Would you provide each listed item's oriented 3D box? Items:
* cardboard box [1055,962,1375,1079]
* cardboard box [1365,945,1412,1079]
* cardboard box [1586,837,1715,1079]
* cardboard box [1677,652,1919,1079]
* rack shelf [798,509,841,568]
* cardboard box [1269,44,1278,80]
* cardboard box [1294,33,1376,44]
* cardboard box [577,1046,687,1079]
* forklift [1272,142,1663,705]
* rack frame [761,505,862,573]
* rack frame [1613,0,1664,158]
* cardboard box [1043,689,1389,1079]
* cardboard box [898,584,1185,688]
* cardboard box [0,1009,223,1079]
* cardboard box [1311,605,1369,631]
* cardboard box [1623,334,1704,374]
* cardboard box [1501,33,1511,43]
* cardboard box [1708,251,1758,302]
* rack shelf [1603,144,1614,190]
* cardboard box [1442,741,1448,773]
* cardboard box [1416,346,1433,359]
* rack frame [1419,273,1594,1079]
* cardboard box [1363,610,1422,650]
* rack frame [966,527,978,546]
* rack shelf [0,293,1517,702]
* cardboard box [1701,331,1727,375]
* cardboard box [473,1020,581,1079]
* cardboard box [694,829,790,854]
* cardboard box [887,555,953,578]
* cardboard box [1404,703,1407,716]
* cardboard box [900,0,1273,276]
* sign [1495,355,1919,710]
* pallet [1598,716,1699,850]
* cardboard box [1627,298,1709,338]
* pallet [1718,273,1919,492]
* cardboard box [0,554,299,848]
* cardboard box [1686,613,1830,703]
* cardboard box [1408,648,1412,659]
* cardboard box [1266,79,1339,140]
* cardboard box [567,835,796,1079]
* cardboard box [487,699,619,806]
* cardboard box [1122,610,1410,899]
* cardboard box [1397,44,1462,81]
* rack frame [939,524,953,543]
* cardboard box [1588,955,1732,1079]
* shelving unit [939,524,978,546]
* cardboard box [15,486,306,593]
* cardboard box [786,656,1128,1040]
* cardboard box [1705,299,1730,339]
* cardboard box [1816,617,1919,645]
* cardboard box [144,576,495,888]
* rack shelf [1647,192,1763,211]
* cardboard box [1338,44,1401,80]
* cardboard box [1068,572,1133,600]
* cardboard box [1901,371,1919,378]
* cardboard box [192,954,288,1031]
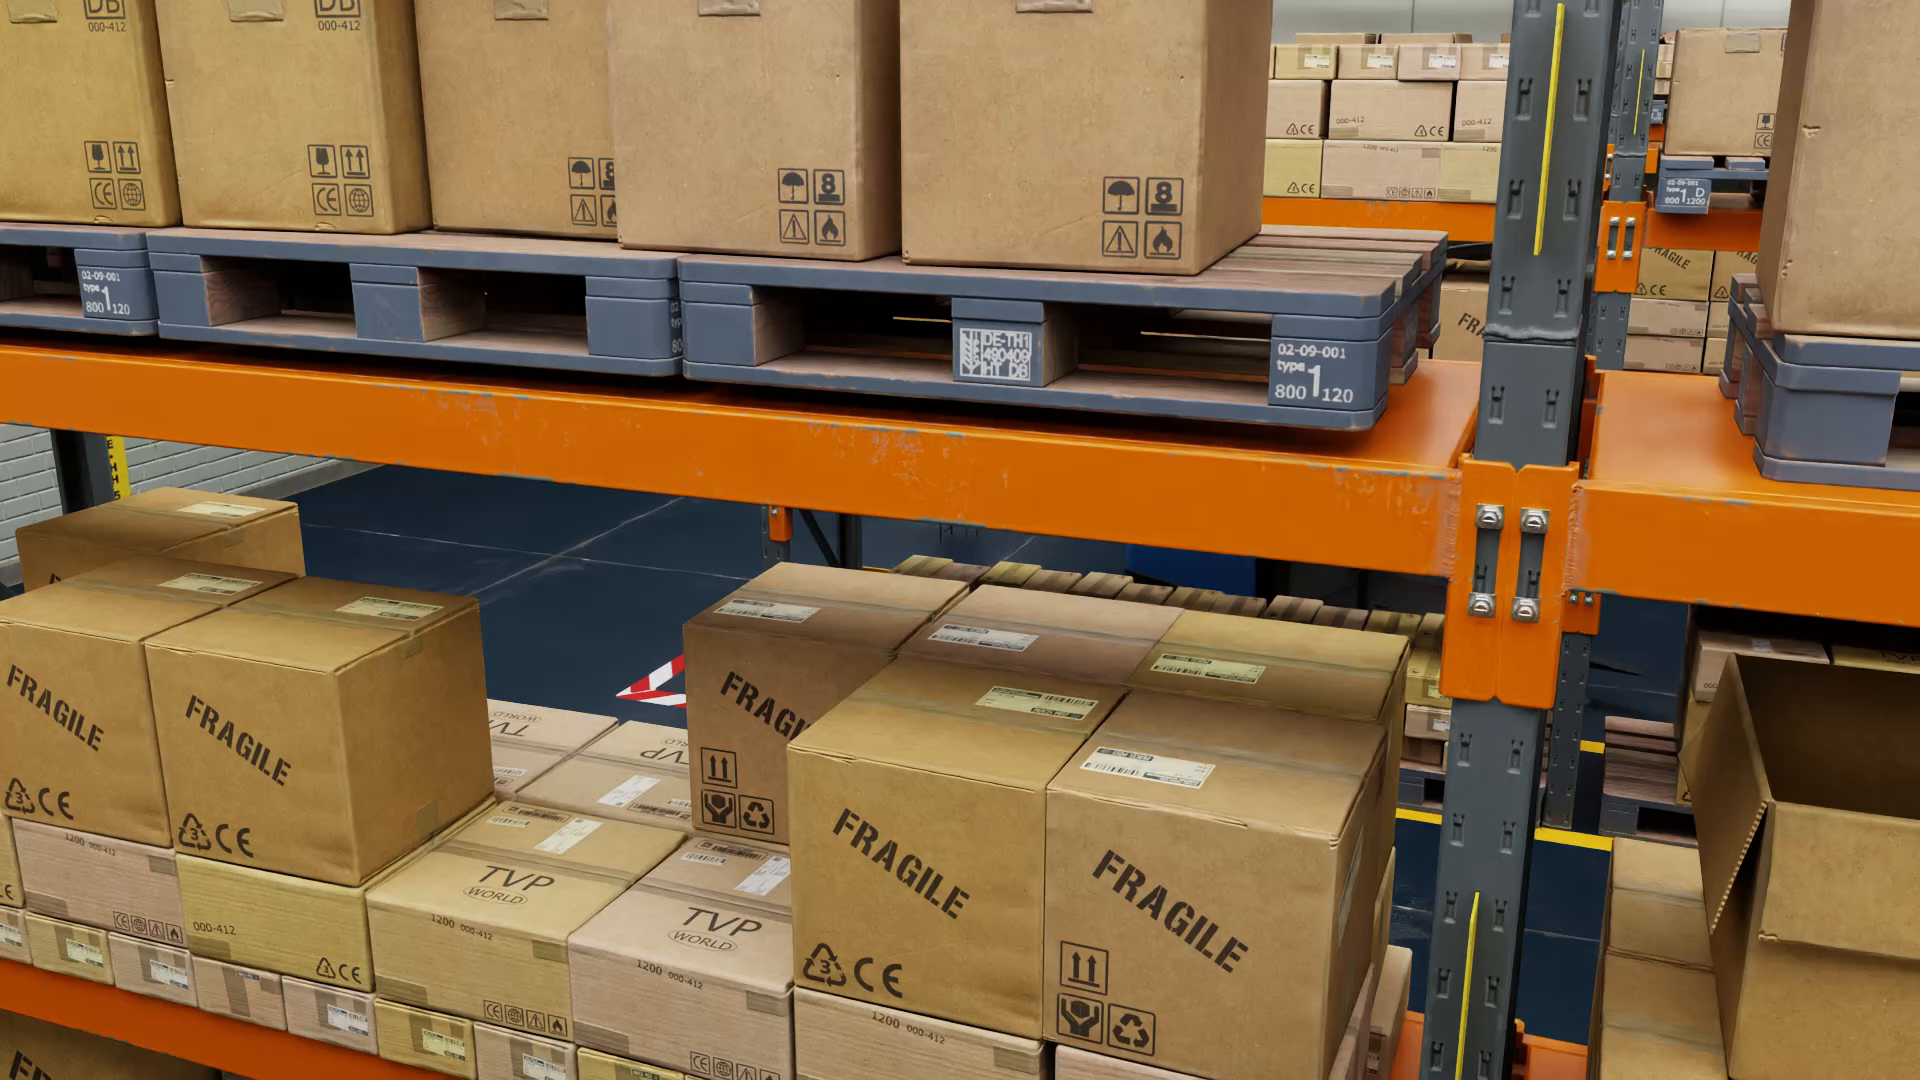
[{"bbox_3d":[0.490,0.983,3.142,0.500,0.250,0.500,6,17,20],"label":"cardboard box"},{"bbox_3d":[0.844,1.035,3.678,0.250,0.149,0.380,6,17,21],"label":"cardboard box"},{"bbox_3d":[1.533,0.960,3.307,0.500,0.500,0.500,6,17,21],"label":"cardboard box"},{"bbox_3d":[1.595,0.565,2.870,0.637,0.503,0.797,6,17,19],"label":"cardboard box"},{"bbox_3d":[-0.811,-0.653,9.044,0.053,2.616,0.949,6,17,21],"label":"rack shelf"},{"bbox_3d":[1.307,-2.132,7.413,0.265,0.149,0.390,7,18,22],"label":"cardboard box"},{"bbox_3d":[2.733,-3.441,12.155,0.500,0.500,0.500,7,17,22],"label":"cardboard box"},{"bbox_3d":[-0.602,1.074,3.544,0.250,0.149,0.380,6,17,20],"label":"cardboard box"},{"bbox_3d":[3.587,-2.758,12.333,7.407,5.209,9.711,-15,22,-41],"label":"forklift"},{"bbox_3d":[-0.810,-0.654,9.046,0.127,3.000,1.000,6,17,21],"label":"rack frame"},{"bbox_3d":[2.911,-3.126,6.801,0.127,3.000,1.000,6,17,21],"label":"rack frame"},{"bbox_3d":[0.472,0.623,3.040,0.500,0.500,0.500,7,18,22],"label":"cardboard box"},{"bbox_3d":[0.190,0.432,3.694,0.500,0.500,0.500,6,17,21],"label":"cardboard box"},{"bbox_3d":[-2.099,1.485,4.735,0.875,0.875,0.875,6,17,21],"label":"cardboard box"},{"bbox_3d":[1.928,0.470,8.466,0.250,0.149,0.380,6,17,19],"label":"cardboard box"},{"bbox_3d":[4.946,-1.354,11.725,0.500,0.250,0.500,6,17,19],"label":"cardboard box"},{"bbox_3d":[4.163,-3.392,11.985,0.500,0.500,0.500,7,17,22],"label":"cardboard box"},{"bbox_3d":[5.421,-1.903,11.375,0.500,0.500,0.500,6,17,20],"label":"cardboard box"},{"bbox_3d":[2.773,-2.839,12.482,4.000,0.370,1.077,6,17,21],"label":"rack shelf"},{"bbox_3d":[2.422,0.971,7.810,0.250,0.149,0.380,7,17,21],"label":"cardboard box"},{"bbox_3d":[1.892,-0.945,7.544,0.500,0.500,0.500,6,17,19],"label":"cardboard box"},{"bbox_3d":[0.997,1.031,3.242,0.127,3.000,1.000,6,17,21],"label":"rack frame"},{"bbox_3d":[2.179,0.491,8.395,0.269,0.149,0.392,7,18,23],"label":"cardboard box"},{"bbox_3d":[0.087,-0.423,12.015,0.006,0.900,0.240,6,17,21],"label":"rack frame"},{"bbox_3d":[-0.863,-0.269,3.628,4.000,0.370,1.077,6,17,21],"label":"rack shelf"},{"bbox_3d":[5.428,-1.301,11.544,0.500,0.250,0.500,6,17,19],"label":"cardboard box"},{"bbox_3d":[-0.838,1.048,3.635,0.250,0.149,0.380,7,17,22],"label":"cardboard box"},{"bbox_3d":[-0.288,0.741,3.978,0.500,0.250,0.500,7,17,22],"label":"cardboard box"},{"bbox_3d":[-0.224,0.216,9.342,0.250,0.149,0.380,6,17,21],"label":"cardboard box"},{"bbox_3d":[1.990,0.783,7.924,0.250,0.149,0.380,6,17,19],"label":"cardboard box"},{"bbox_3d":[0.247,-0.772,2.959,0.500,0.500,0.700,5,17,17],"label":"cardboard box"},{"bbox_3d":[5.397,-1.940,8.319,4.000,0.966,14.919,6,17,21],"label":"sign"},{"bbox_3d":[3.636,1.174,7.753,1.213,0.211,1.003,6,17,21],"label":"pallet"},{"bbox_3d":[4.939,-1.589,11.639,0.500,0.250,0.500,6,17,19],"label":"cardboard box"},{"bbox_3d":[1.868,-0.236,2.571,1.217,0.209,0.805,6,17,18],"label":"pallet"},{"bbox_3d":[-1.911,0.361,3.939,0.500,0.500,0.500,6,17,19],"label":"cardboard box"},{"bbox_3d":[3.502,0.538,7.326,0.500,0.250,0.500,5,17,18],"label":"cardboard box"},{"bbox_3d":[1.998,0.628,7.922,0.250,0.149,0.380,6,17,20],"label":"cardboard box"},{"bbox_3d":[1.422,-1.943,7.479,0.500,0.250,0.500,7,18,23],"label":"cardboard box"},{"bbox_3d":[-0.467,0.879,3.502,0.500,0.250,0.500,7,17,22],"label":"cardboard box"},{"bbox_3d":[-1.230,0.636,4.338,0.500,0.250,0.500,6,17,19],"label":"cardboard box"},{"bbox_3d":[0.646,0.485,3.514,0.500,0.500,0.500,6,17,21],"label":"cardboard box"},{"bbox_3d":[2.028,-2.045,7.113,0.250,0.149,0.380,6,17,21],"label":"cardboard box"},{"bbox_3d":[-0.102,-0.443,12.087,0.006,0.900,0.240,6,17,21],"label":"rack frame"},{"bbox_3d":[1.334,1.095,2.842,0.500,0.500,0.500,6,17,21],"label":"cardboard box"},{"bbox_3d":[4.042,-0.275,5.863,12.137,4.047,8.426,6,17,21],"label":"shelving unit"},{"bbox_3d":[-2.174,0.173,4.589,0.500,0.500,0.500,7,17,21],"label":"cardboard box"},{"bbox_3d":[0.007,0.570,3.220,0.500,0.500,0.500,6,17,21],"label":"cardboard box"},{"bbox_3d":[5.435,-1.543,11.480,0.500,0.250,0.500,7,17,21],"label":"cardboard box"},{"bbox_3d":[4.170,0.460,7.593,0.500,0.250,0.500,7,18,23],"label":"cardboard box"},{"bbox_3d":[-1.427,0.413,3.762,0.500,0.500,0.500,6,17,19],"label":"cardboard box"},{"bbox_3d":[4.772,-1.264,6.577,3.809,0.052,0.919,6,17,21],"label":"rack shelf"},{"bbox_3d":[1.827,-2.102,7.311,0.250,0.149,0.380,7,18,23],"label":"cardboard box"},{"bbox_3d":[0.764,0.306,9.032,0.250,0.149,0.380,7,18,23],"label":"cardboard box"},{"bbox_3d":[6.361,-1.191,11.165,0.500,0.250,0.500,6,17,20],"label":"cardboard box"},{"bbox_3d":[-1.558,0.969,3.906,0.250,0.149,0.380,6,17,20],"label":"cardboard box"}]
